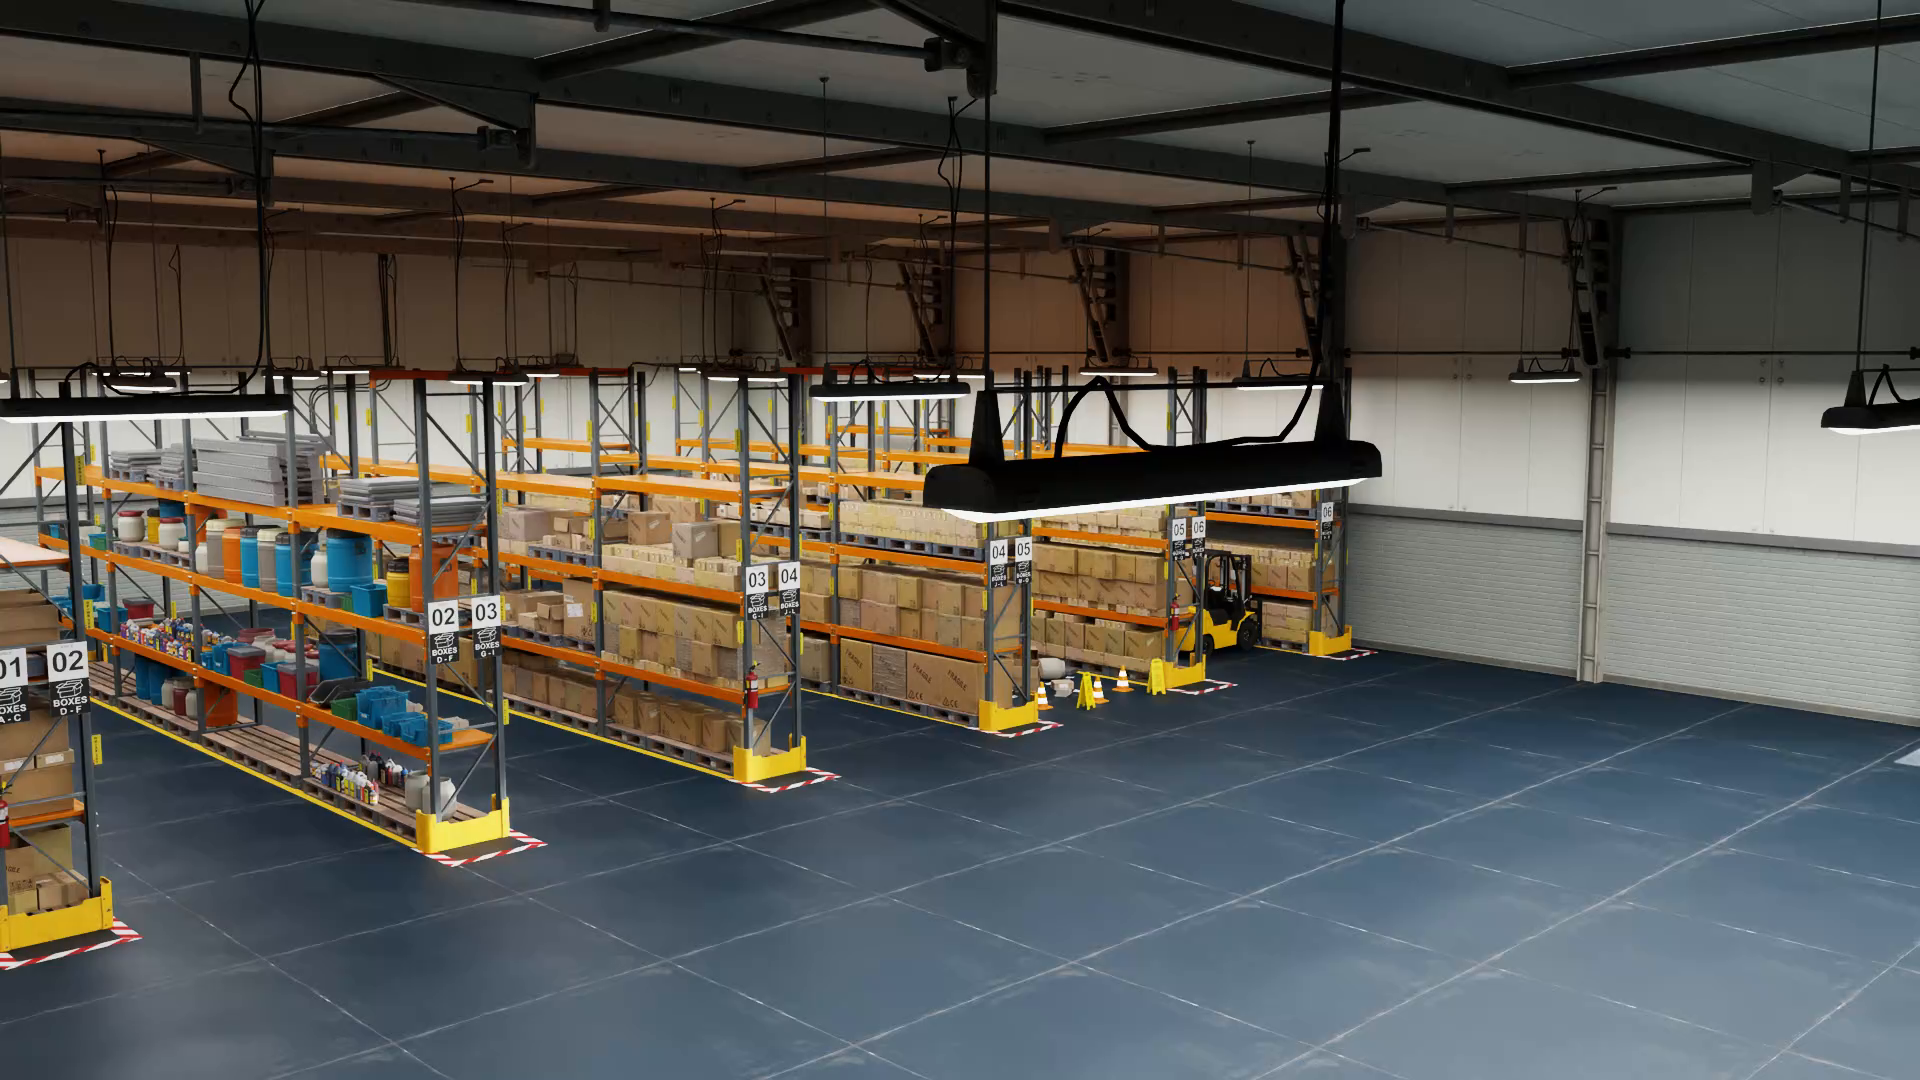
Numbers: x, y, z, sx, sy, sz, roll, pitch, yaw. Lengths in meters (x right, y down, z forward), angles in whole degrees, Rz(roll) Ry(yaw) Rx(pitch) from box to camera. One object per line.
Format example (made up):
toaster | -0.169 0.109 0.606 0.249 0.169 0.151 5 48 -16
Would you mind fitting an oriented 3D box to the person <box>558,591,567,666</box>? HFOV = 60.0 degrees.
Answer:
person | -8.161 1.780 33.679 0.581 1.544 0.538 4 8 32
